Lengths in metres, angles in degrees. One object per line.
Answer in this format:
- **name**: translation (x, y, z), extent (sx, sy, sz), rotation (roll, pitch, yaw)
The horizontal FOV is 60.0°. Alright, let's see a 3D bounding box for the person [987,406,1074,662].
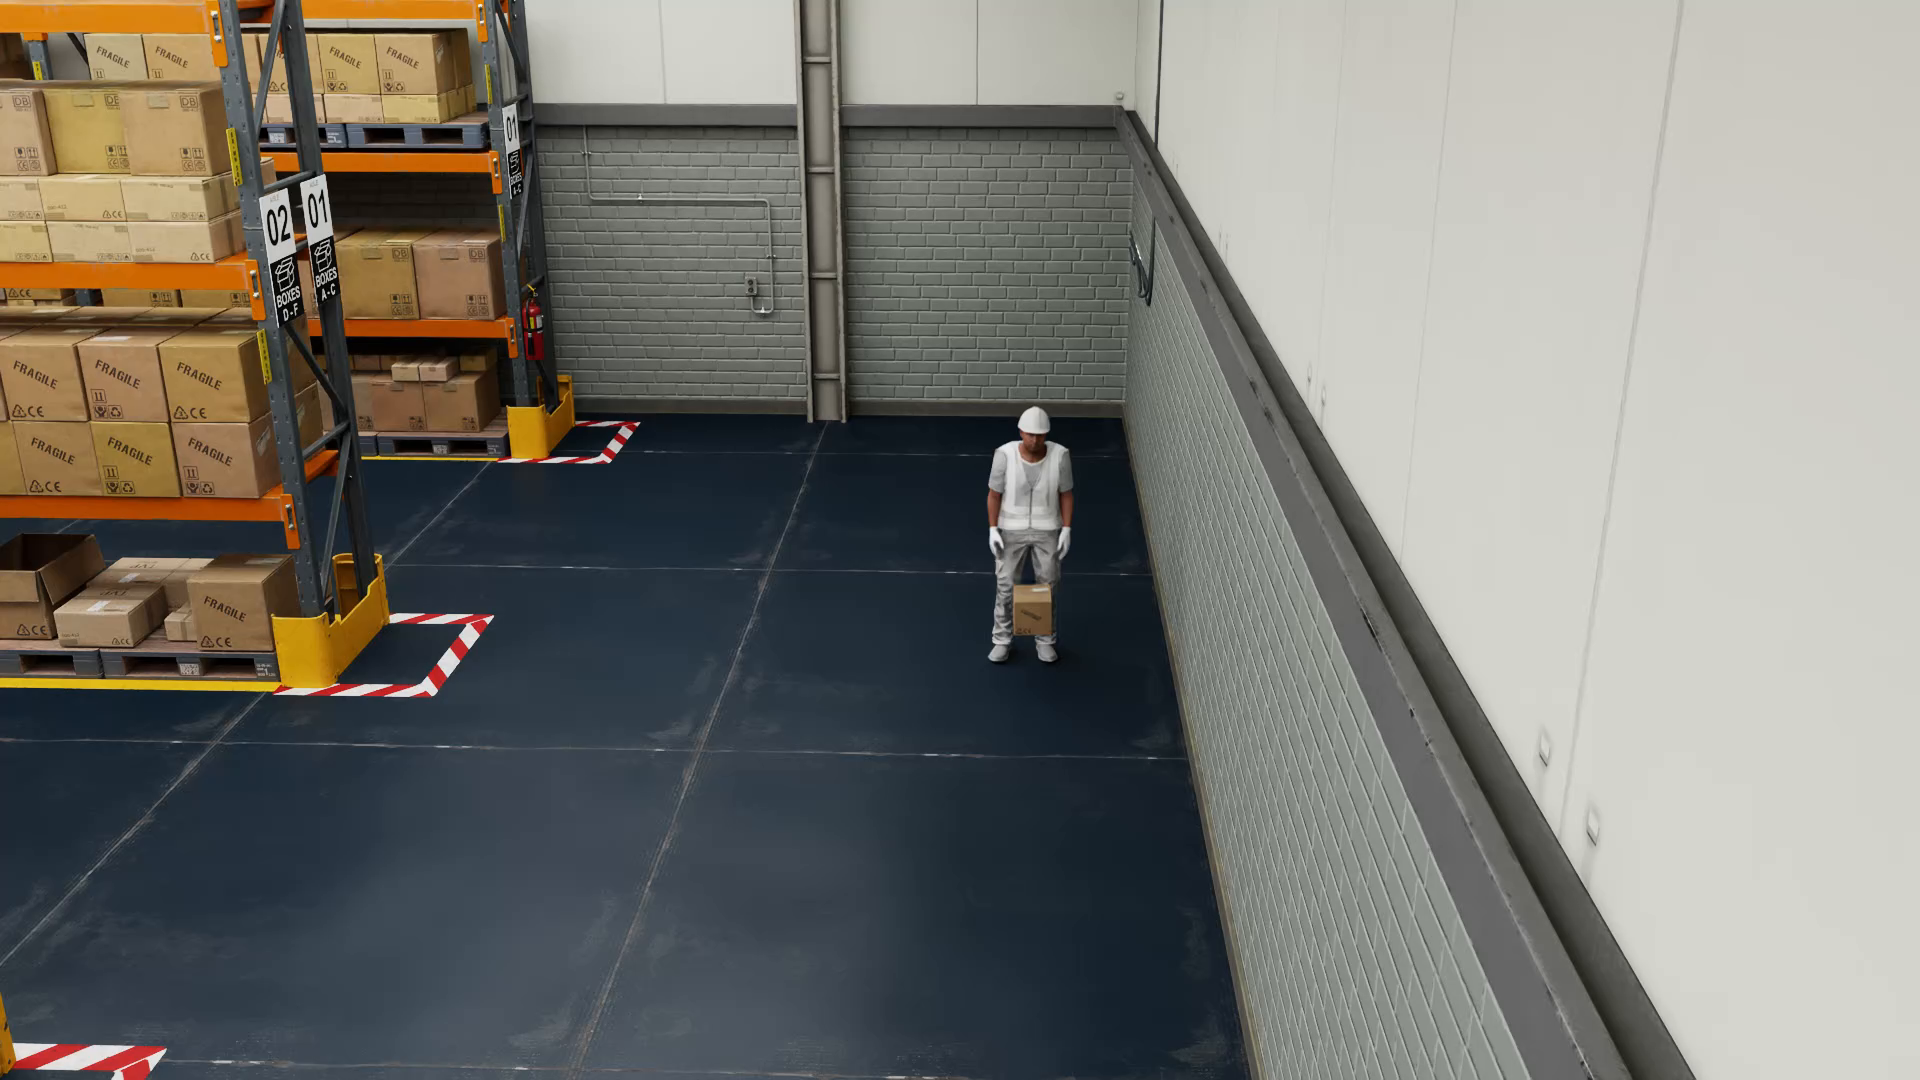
- **person**: translation (0.472, -0.047, 11.181), extent (0.581, 1.779, 0.422), rotation (0, 21, 0)
